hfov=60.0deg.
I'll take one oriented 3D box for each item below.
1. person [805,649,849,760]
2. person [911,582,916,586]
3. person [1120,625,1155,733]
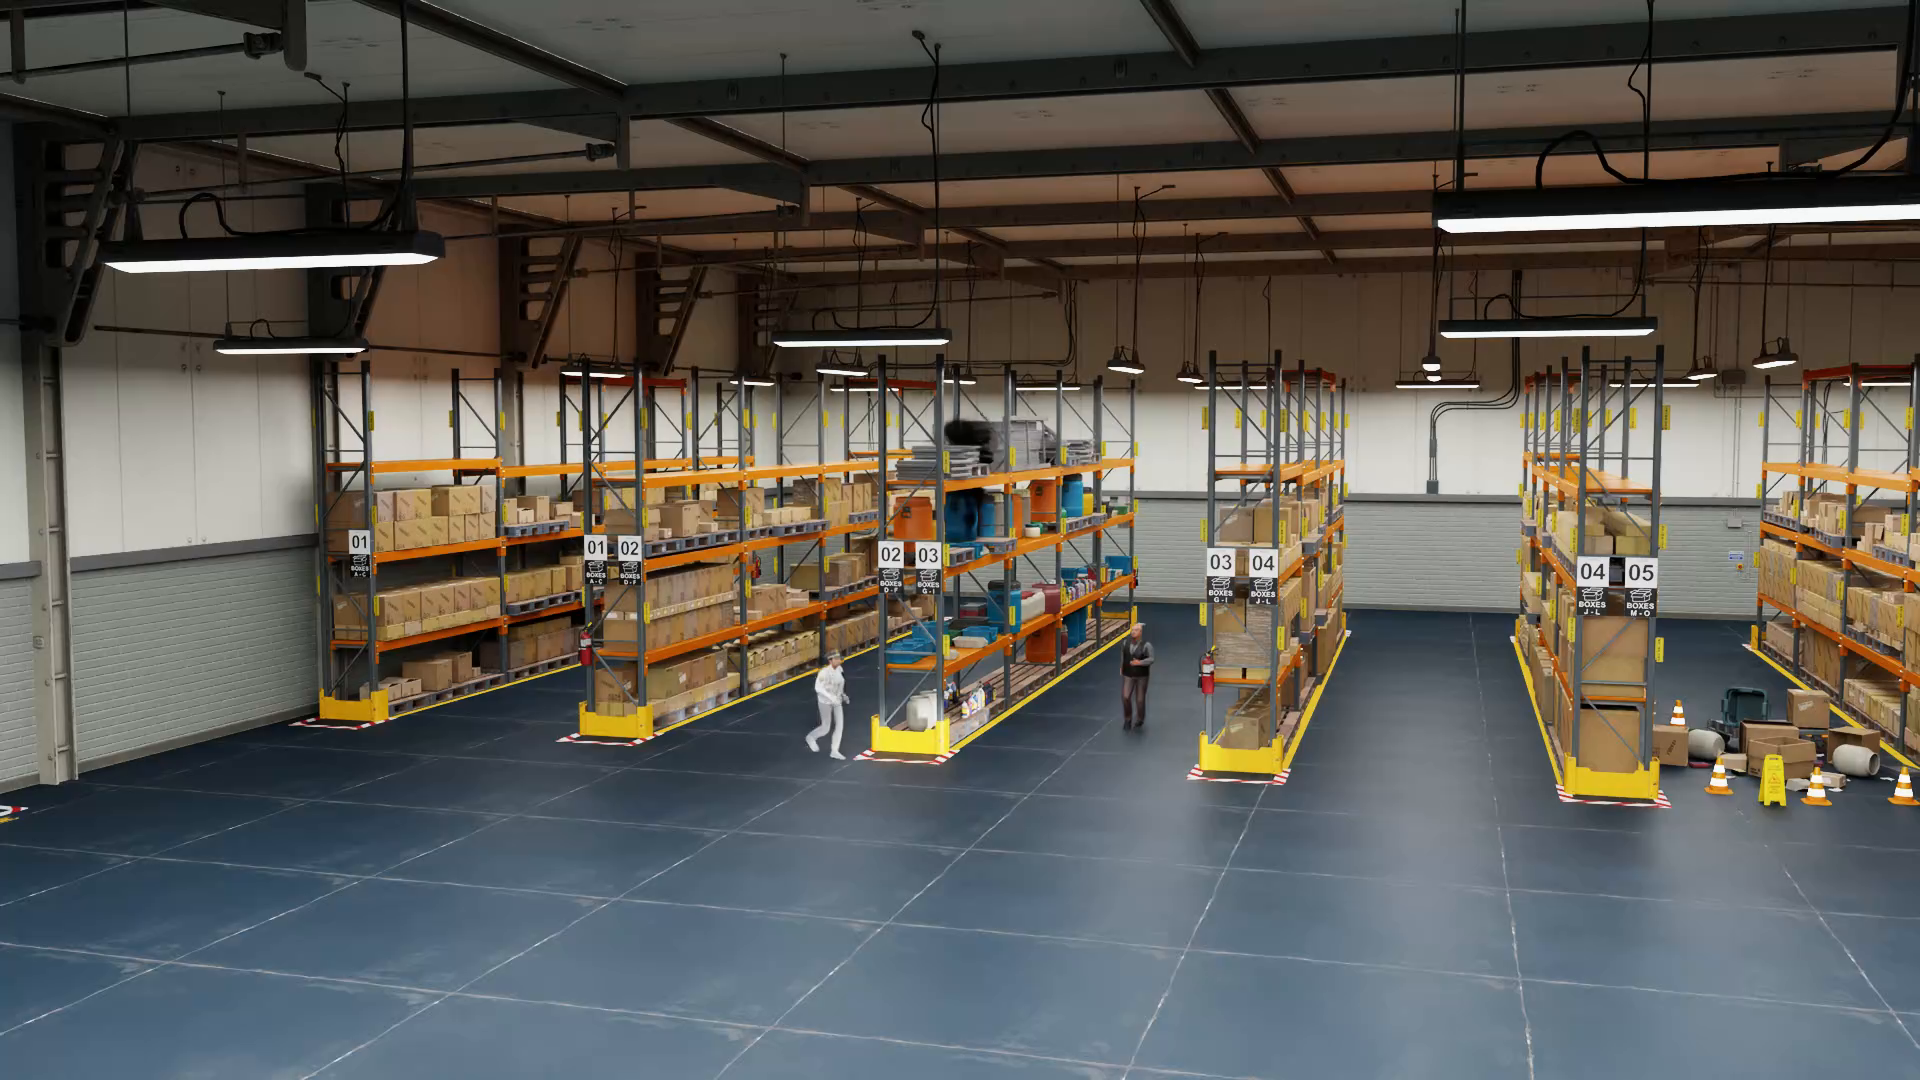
[{"bbox_3d":[-1.991,2.419,24.758,0.608,1.651,0.778,-4,6,-44],"label":"person"},{"bbox_3d":[-0.968,1.074,43.223,0.751,1.680,0.718,4,6,43],"label":"person"},{"bbox_3d":[2.845,2.230,26.817,0.614,1.740,0.711,1,4,19],"label":"person"}]
